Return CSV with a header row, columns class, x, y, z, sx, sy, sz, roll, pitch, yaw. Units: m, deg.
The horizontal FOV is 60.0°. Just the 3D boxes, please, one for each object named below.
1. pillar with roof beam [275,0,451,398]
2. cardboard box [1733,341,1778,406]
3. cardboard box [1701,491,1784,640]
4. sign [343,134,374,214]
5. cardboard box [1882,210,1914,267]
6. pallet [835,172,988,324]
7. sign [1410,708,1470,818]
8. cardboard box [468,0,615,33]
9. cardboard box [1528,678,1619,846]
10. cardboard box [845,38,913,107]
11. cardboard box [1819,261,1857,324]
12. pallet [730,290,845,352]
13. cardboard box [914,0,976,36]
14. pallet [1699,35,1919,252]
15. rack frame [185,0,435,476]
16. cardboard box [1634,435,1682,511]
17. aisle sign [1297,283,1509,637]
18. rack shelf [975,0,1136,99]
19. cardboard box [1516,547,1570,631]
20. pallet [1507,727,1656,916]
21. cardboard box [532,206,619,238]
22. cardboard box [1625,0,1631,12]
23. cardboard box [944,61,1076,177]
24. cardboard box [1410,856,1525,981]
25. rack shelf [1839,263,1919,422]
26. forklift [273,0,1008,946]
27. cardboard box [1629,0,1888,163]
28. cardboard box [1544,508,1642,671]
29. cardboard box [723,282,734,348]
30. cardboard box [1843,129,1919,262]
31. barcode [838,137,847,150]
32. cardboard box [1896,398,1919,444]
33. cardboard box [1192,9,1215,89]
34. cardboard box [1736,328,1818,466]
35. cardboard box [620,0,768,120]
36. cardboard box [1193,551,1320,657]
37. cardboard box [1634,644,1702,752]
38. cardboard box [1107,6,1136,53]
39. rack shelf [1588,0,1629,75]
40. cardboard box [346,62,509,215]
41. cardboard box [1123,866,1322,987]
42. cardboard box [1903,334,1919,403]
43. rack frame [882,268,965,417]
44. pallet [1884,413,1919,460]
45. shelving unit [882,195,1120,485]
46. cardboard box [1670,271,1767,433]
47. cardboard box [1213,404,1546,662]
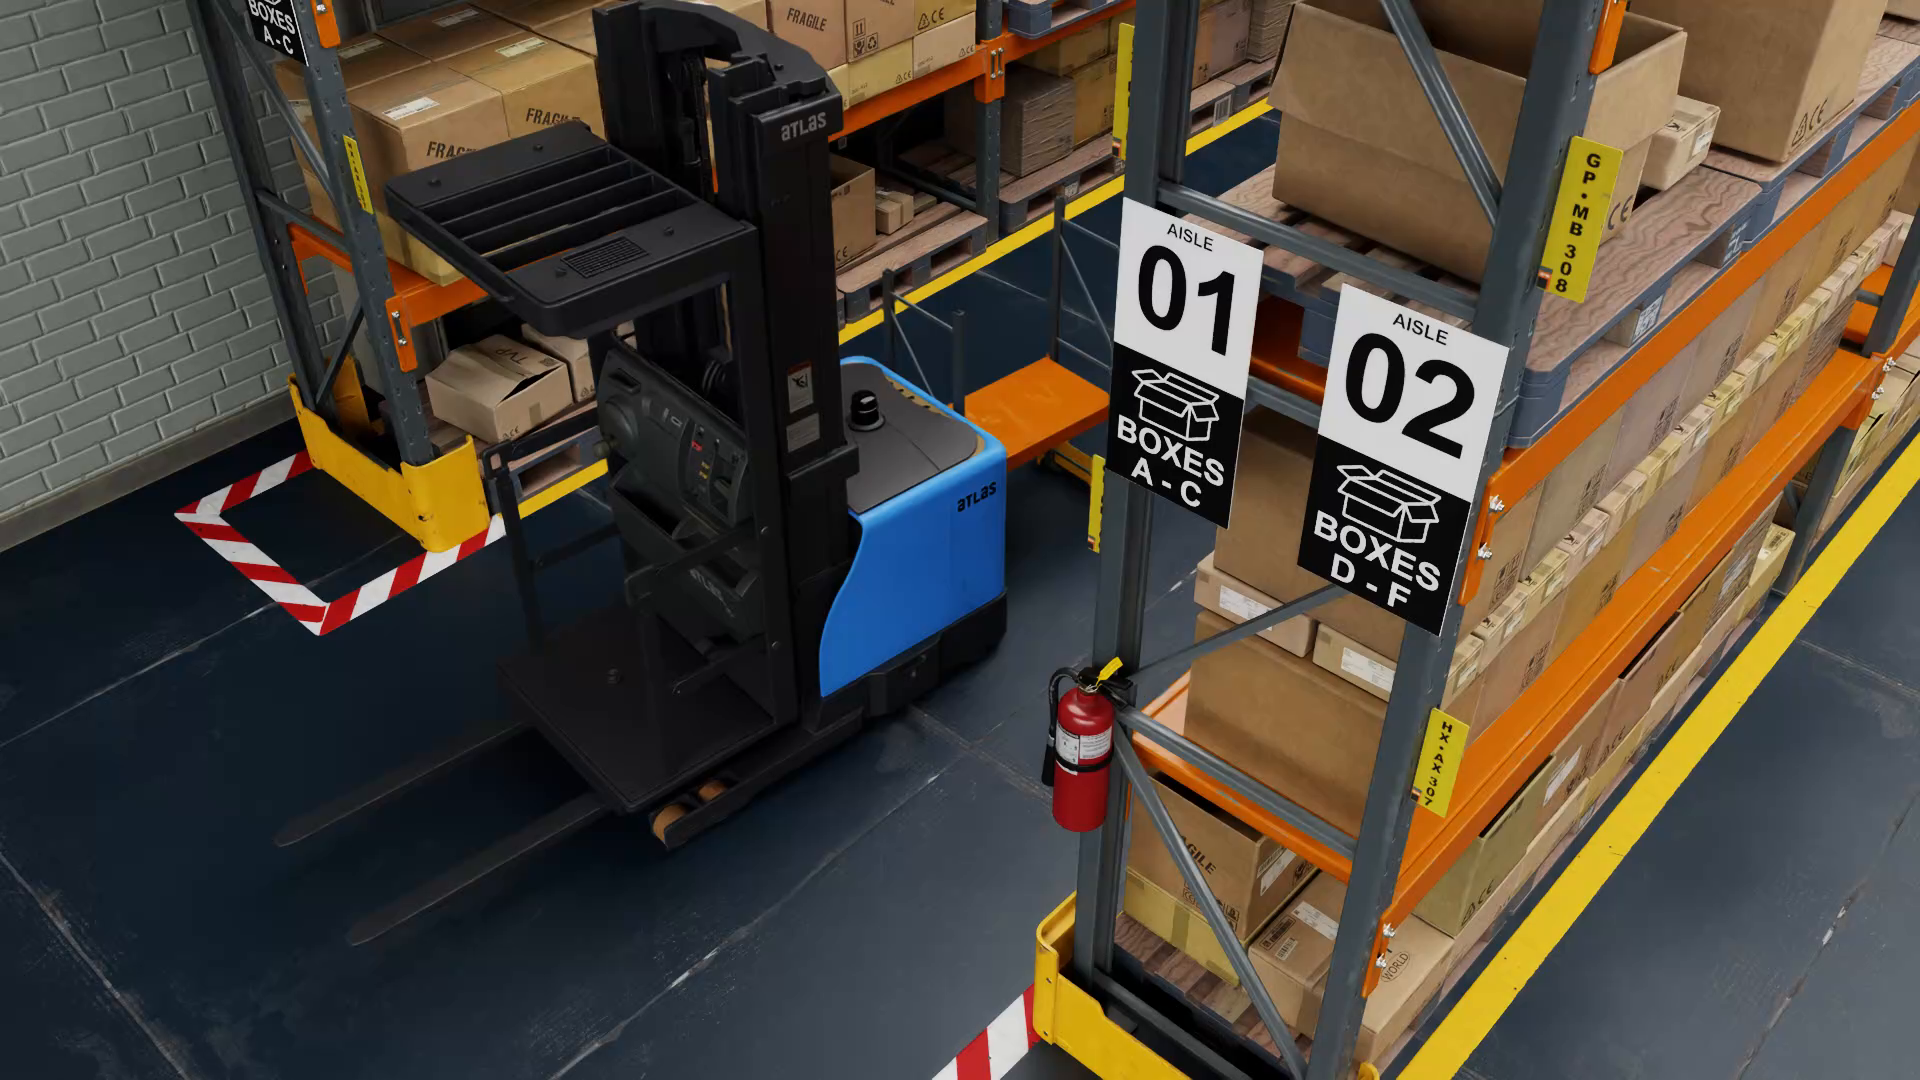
class,x,y,z,sx,sy,sz,roll,pitch,yaw
pillar with roof beam,0.145,-2.610,4.085,9.100,9.000,0.400,30,47,32
cardboard box,2.608,-0.639,5.826,0.380,0.149,0.250,31,48,33
cardboard box,2.994,0.004,6.888,0.500,0.500,0.500,30,47,32
sign,-2.466,-1.496,6.809,0.100,0.325,0.005,30,47,32
cardboard box,4.240,-1.367,7.544,0.380,0.149,0.250,30,47,32
pallet,-0.595,-1.807,10.137,1.003,0.211,1.213,30,47,32
sign,1.198,0.560,4.160,0.100,0.325,0.005,30,47,32
cardboard box,-2.013,-2.399,8.143,0.500,0.500,0.500,28,46,31
cardboard box,1.982,0.694,6.021,0.500,0.500,0.500,30,47,32
cardboard box,-0.606,-2.601,8.999,0.500,0.250,0.500,30,47,32
cardboard box,3.123,-0.988,6.264,0.380,0.149,0.250,28,46,31
pallet,-1.418,-1.244,9.429,1.003,0.211,1.213,30,47,32
cardboard box,-0.258,-3.118,9.046,0.500,0.500,0.500,30,47,32
pallet,2.112,-1.323,4.948,1.003,0.211,1.213,30,47,32
rack frame,-2.866,-1.384,7.365,1.000,3.000,0.127,30,47,32
cardboard box,2.084,-0.282,5.376,0.380,0.149,0.250,29,47,31
aisle sign,0.975,-0.165,3.742,0.394,0.787,0.004,30,47,32
rack shelf,1.182,-3.859,11.055,1.077,0.370,4.000,30,47,32
cardboard box,1.562,0.074,4.928,0.380,0.149,0.250,30,47,32
pallet,2.101,0.858,6.784,1.003,0.211,1.213,30,47,32
cardboard box,-1.963,-1.669,7.827,0.500,0.250,0.500,28,46,31
cardboard box,1.750,-1.560,4.797,0.500,0.311,0.500,-28,46,-31
cardboard box,0.317,-2.761,10.751,0.700,0.500,0.500,31,48,33
cardboard box,1.653,1.221,5.959,0.500,0.250,0.500,30,47,32
rack shelf,4.841,-1.781,8.441,1.077,0.370,4.000,30,47,32
forklift,-1.232,-0.316,6.076,3.031,2.935,1.130,-29,47,-31
cardboard box,2.115,-1.387,4.427,0.500,0.500,0.500,30,47,32
cardboard box,1.807,-0.023,5.573,0.700,0.500,0.500,30,47,32
cardboard box,-1.417,-1.436,9.085,0.700,0.500,0.500,27,46,29
cardboard box,3.197,-1.484,6.367,0.700,0.500,0.500,30,47,32
barcode,-0.709,-2.394,10.032,0.001,0.075,0.075,30,47,32
cardboard box,4.640,-0.787,8.485,0.500,0.250,0.500,28,46,31
cardboard box,1.336,-3.473,11.646,0.700,0.500,0.500,29,47,32
cardboard box,2.846,-0.731,6.463,0.700,0.500,0.500,29,47,31
cardboard box,-1.289,-2.420,8.169,0.500,0.500,0.500,31,48,33
cardboard box,0.910,0.145,4.839,0.380,0.149,0.250,29,47,31
cardboard box,2.669,0.534,6.823,0.500,0.250,0.500,30,47,32
cardboard box,0.959,-3.499,11.076,0.500,0.250,0.500,28,46,31
rack shelf,2.142,-2.135,4.388,1.077,0.370,4.000,30,47,32
cardboard box,-2.322,-1.720,7.289,0.500,0.500,0.500,30,47,32
cardboard box,0.936,1.235,5.942,0.500,0.250,0.500,30,47,32
cardboard box,4.644,-1.003,8.306,0.500,0.311,0.500,28,46,31
rack frame,-0.155,-0.450,7.395,0.032,1.500,0.500,-29,47,-31
pallet,4.783,-0.970,9.084,1.003,0.211,1.213,30,47,32
shelving unit,0.233,-0.663,7.662,1.083,1.500,0.587,-29,47,-31
cardboard box,2.181,-0.793,5.497,0.700,0.500,0.500,30,47,32
cardboard box,1.153,-0.087,4.610,0.700,0.500,0.500,30,47,32
